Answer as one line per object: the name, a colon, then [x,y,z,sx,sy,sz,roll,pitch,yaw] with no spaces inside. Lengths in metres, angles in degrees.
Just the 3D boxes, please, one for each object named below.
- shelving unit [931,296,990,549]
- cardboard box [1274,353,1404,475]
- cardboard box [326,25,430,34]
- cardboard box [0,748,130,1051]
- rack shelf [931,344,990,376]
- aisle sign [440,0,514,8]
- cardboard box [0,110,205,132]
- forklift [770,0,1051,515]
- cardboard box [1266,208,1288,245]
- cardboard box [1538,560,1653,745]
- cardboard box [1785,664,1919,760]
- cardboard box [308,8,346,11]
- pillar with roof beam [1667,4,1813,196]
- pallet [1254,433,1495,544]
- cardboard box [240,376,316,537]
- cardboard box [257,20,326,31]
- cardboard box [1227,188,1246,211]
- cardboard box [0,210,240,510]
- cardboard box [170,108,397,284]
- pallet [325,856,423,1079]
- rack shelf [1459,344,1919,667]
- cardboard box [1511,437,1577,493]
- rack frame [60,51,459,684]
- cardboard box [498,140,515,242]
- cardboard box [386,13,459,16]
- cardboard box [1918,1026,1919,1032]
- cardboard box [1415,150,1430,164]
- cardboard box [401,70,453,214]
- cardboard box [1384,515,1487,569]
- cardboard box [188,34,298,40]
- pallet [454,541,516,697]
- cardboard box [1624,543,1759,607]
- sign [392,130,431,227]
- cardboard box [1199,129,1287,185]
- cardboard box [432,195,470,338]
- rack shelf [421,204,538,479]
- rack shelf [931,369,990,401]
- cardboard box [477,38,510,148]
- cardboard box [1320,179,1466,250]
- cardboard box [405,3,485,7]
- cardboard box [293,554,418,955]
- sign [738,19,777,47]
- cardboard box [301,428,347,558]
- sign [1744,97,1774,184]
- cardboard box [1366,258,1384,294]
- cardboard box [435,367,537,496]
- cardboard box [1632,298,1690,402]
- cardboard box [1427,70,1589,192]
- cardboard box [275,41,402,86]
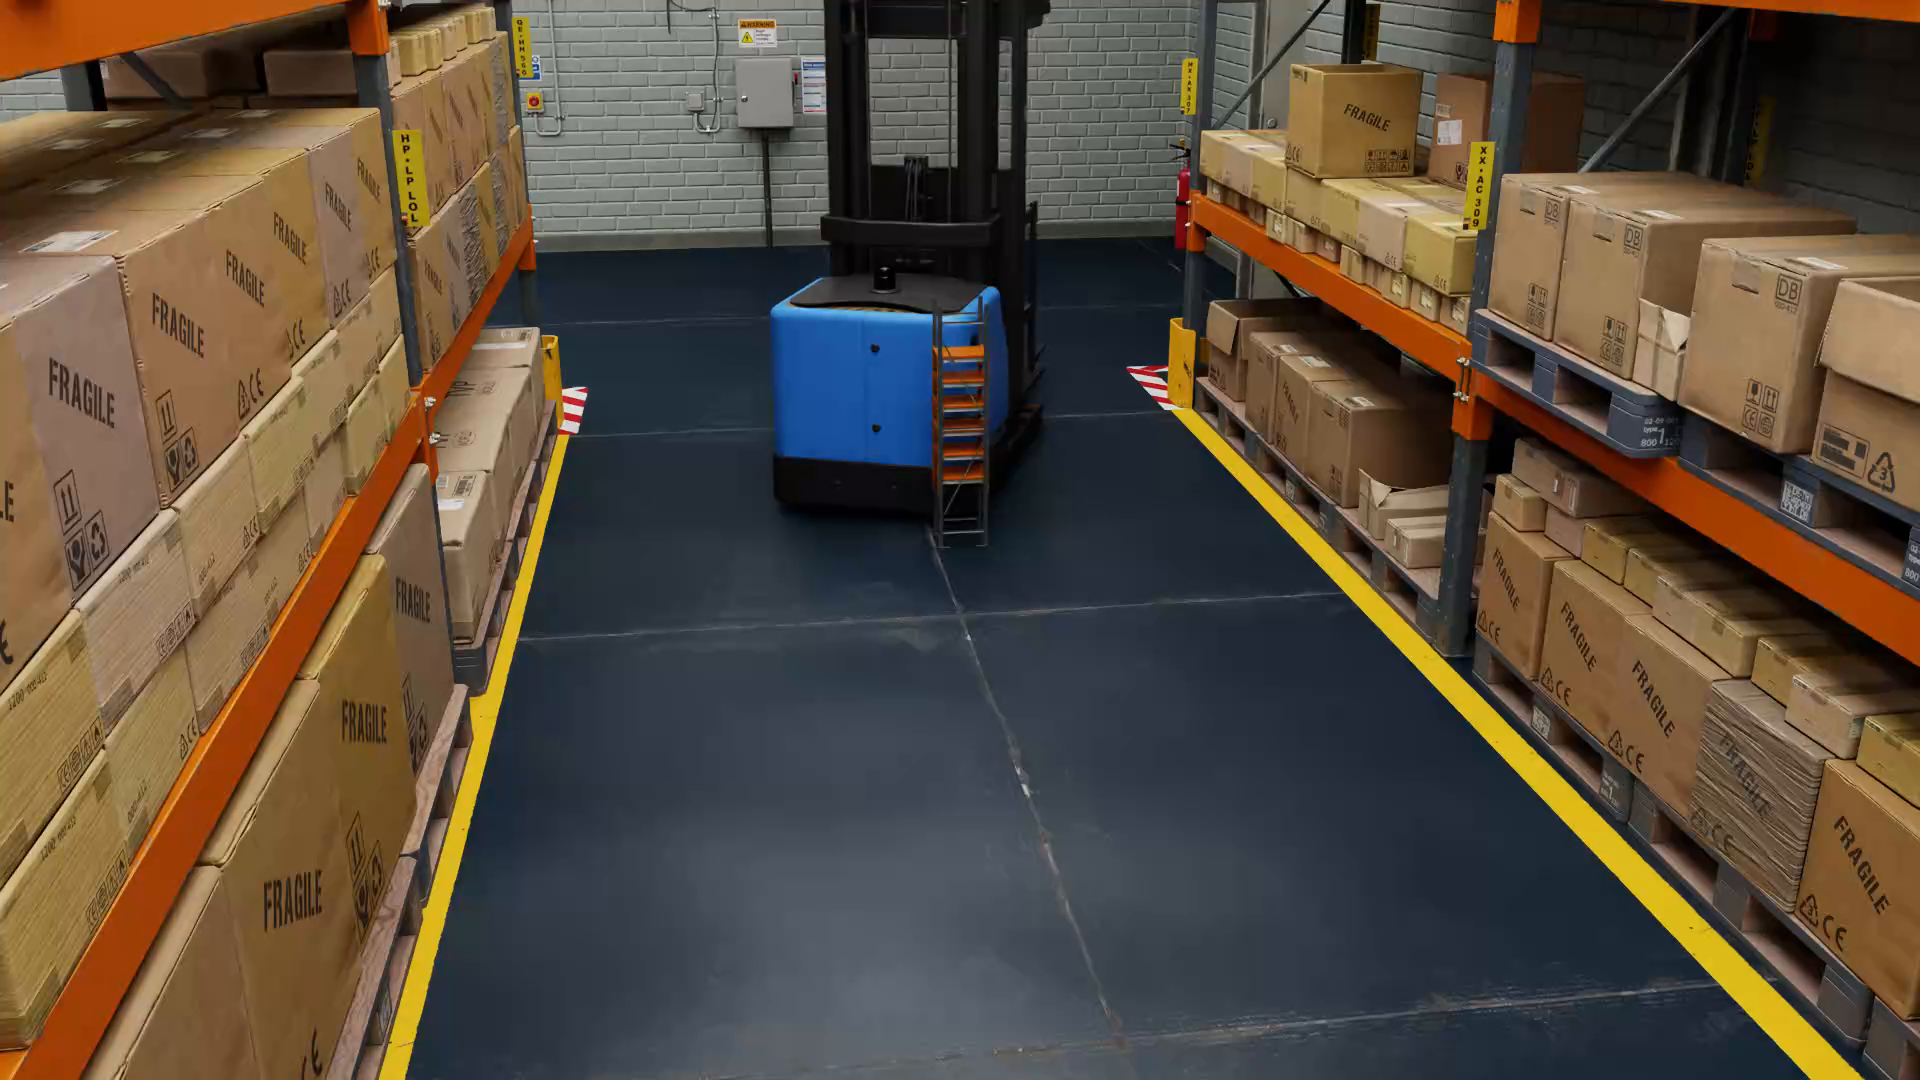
shelving unit: [0.002,-0.557,7.993,0.258,1.200,0.189,-3,21,-8]
cardboard box: [1.970,-0.663,8.677,0.500,0.500,0.500,-3,21,-7]
cardboard box: [-2.444,-2.085,7.012,0.380,0.149,0.250,-3,21,-8]
cardboard box: [-1.666,0.569,2.619,0.500,0.250,0.500,-3,21,-9]
rack shelf: [0.002,-0.853,7.882,0.258,0.103,0.180,-3,21,-8]
aisle sign: [-2.701,-3.347,9.175,0.394,0.787,0.004,-3,21,-8]
cardboard box: [-2.642,-1.052,5.174,0.500,0.500,0.500,-3,21,-7]
forklift: [-0.121,-1.982,9.334,1.130,2.935,3.031,5,21,13]
cardboard box: [1.826,-1.646,8.696,0.380,0.149,0.250,-4,21,-9]
cardboard box: [2.424,0.382,5.879,0.500,0.500,0.500,-3,21,-8]
cardboard box: [2.581,0.481,4.686,0.380,0.149,0.250,-4,21,-10]
cardboard box: [-3.188,-2.588,8.359,0.380,0.149,0.250,-2,21,-6]
pillar with roof beam: [-0.978,-3.835,5.623,9.100,9.000,0.400,-3,21,-8]
pallet: [2.213,-0.310,8.745,1.003,0.211,1.213,-3,21,-8]
cardboard box: [-1.866,-0.199,3.962,0.500,0.250,0.500,-3,21,-7]
cardboard box: [-3.039,-2.232,7.405,0.380,0.149,0.250,-3,21,-9]
cardboard box: [1.772,-2.009,9.667,0.380,0.149,0.250,-2,21,-6]
cardboard box: [-1.814,-0.368,3.343,0.500,0.500,0.500,-2,21,-6]
cardboard box: [-2.108,-1.077,5.240,0.500,0.500,0.500,-2,21,-6]
pallet: [-2.056,1.289,4.462,1.003,0.211,1.213,-3,21,-8]
rack shelf: [2.778,0.074,4.758,1.077,0.370,4.000,-3,21,-8]
cardboard box: [2.338,-0.290,6.325,0.380,0.149,0.250,-3,21,-9]
rack frame: [-2.421,-0.704,5.813,1.000,3.000,0.127,-3,21,-8]
cardboard box: [-2.609,-1.807,8.625,0.500,0.500,0.500,-3,21,-9]
cardboard box: [-2.604,-2.438,7.958,0.380,0.149,0.250,-3,21,-8]
cardboard box: [2.731,1.095,3.971,0.500,0.500,0.500,-3,21,-9]
cardboard box: [2.382,-1.913,8.840,0.500,0.250,0.500,-2,21,-6]
cardboard box: [-2.317,-1.571,6.564,0.500,0.500,0.500,-3,21,-8]
cardboard box: [2.119,0.006,7.389,0.380,0.149,0.250,-4,21,-9]
cardboard box: [-2.792,-1.884,6.473,0.380,0.149,0.250,-3,21,-8]
pallet: [-2.453,0.336,7.016,1.003,0.211,1.213,-3,21,-8]
cardboard box: [2.496,0.127,5.634,0.380,0.149,0.250,-3,21,-9]
sign: [-1.886,-1.240,5.706,0.100,0.325,0.005,-3,21,-8]
cardboard box: [1.712,-2.239,9.712,0.500,0.250,0.500,-3,21,-7]
cardboard box: [-2.298,-1.101,6.733,0.500,0.500,0.500,-3,21,-7]
rack shelf: [-2.710,-1.059,7.793,1.077,0.370,4.000,-3,21,-8]
rack shelf: [0.002,-0.740,7.924,0.258,0.103,0.180,-3,21,-8]
cardboard box: [-2.588,-2.269,8.433,0.500,0.500,0.500,-3,21,-8]
cardboard box: [2.030,-1.534,7.826,0.500,0.250,0.500,-3,21,-8]
cardboard box: [-2.748,-2.793,8.909,0.380,0.149,0.250,-3,21,-7]
cardboard box: [-2.115,0.618,4.711,0.875,0.875,0.875,-2,21,-6]
sign: [-1.819,-4.551,14.933,0.339,0.242,0.001,-3,21,-8]
cardboard box: [-1.981,-0.139,4.515,0.500,0.250,0.500,-3,21,-9]
sign: [3.039,-1.527,6.362,0.100,0.325,0.005,-3,21,-8]
cardboard box: [2.063,-1.205,7.515,0.380,0.149,0.250,-2,21,-6]
cardboard box: [-2.664,-0.545,8.450,0.875,0.438,0.875,-2,21,-6]
cardboard box: [2.311,-0.589,5.097,0.396,0.266,0.258,-2,21,-5]
cardboard box: [2.539,-1.905,7.746,0.500,0.500,0.500,-3,21,-9]
cardboard box: [-2.263,-1.733,6.070,0.380,0.149,0.250,-3,21,-7]
